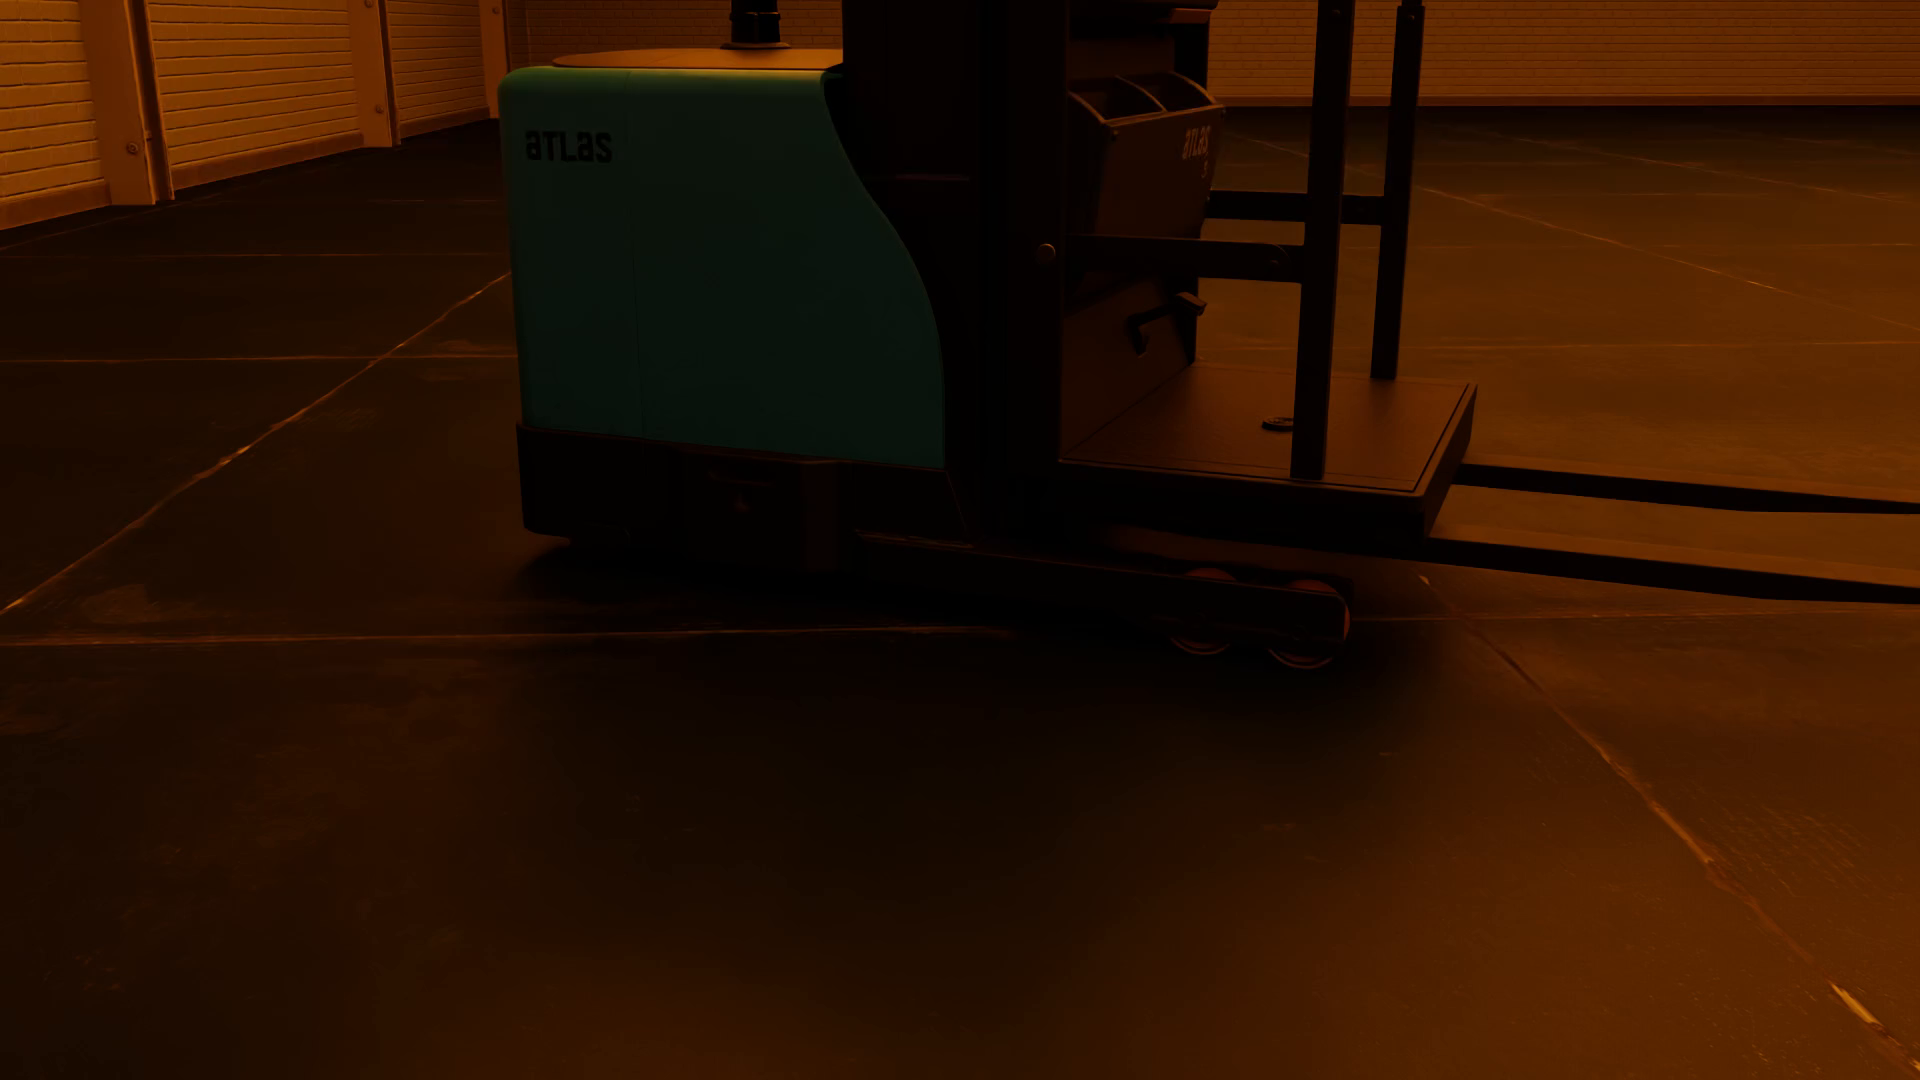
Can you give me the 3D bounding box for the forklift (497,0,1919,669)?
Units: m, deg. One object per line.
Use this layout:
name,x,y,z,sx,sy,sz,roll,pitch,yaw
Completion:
forklift,0.575,-1.335,3.271,3.031,2.935,1.130,7,18,21
